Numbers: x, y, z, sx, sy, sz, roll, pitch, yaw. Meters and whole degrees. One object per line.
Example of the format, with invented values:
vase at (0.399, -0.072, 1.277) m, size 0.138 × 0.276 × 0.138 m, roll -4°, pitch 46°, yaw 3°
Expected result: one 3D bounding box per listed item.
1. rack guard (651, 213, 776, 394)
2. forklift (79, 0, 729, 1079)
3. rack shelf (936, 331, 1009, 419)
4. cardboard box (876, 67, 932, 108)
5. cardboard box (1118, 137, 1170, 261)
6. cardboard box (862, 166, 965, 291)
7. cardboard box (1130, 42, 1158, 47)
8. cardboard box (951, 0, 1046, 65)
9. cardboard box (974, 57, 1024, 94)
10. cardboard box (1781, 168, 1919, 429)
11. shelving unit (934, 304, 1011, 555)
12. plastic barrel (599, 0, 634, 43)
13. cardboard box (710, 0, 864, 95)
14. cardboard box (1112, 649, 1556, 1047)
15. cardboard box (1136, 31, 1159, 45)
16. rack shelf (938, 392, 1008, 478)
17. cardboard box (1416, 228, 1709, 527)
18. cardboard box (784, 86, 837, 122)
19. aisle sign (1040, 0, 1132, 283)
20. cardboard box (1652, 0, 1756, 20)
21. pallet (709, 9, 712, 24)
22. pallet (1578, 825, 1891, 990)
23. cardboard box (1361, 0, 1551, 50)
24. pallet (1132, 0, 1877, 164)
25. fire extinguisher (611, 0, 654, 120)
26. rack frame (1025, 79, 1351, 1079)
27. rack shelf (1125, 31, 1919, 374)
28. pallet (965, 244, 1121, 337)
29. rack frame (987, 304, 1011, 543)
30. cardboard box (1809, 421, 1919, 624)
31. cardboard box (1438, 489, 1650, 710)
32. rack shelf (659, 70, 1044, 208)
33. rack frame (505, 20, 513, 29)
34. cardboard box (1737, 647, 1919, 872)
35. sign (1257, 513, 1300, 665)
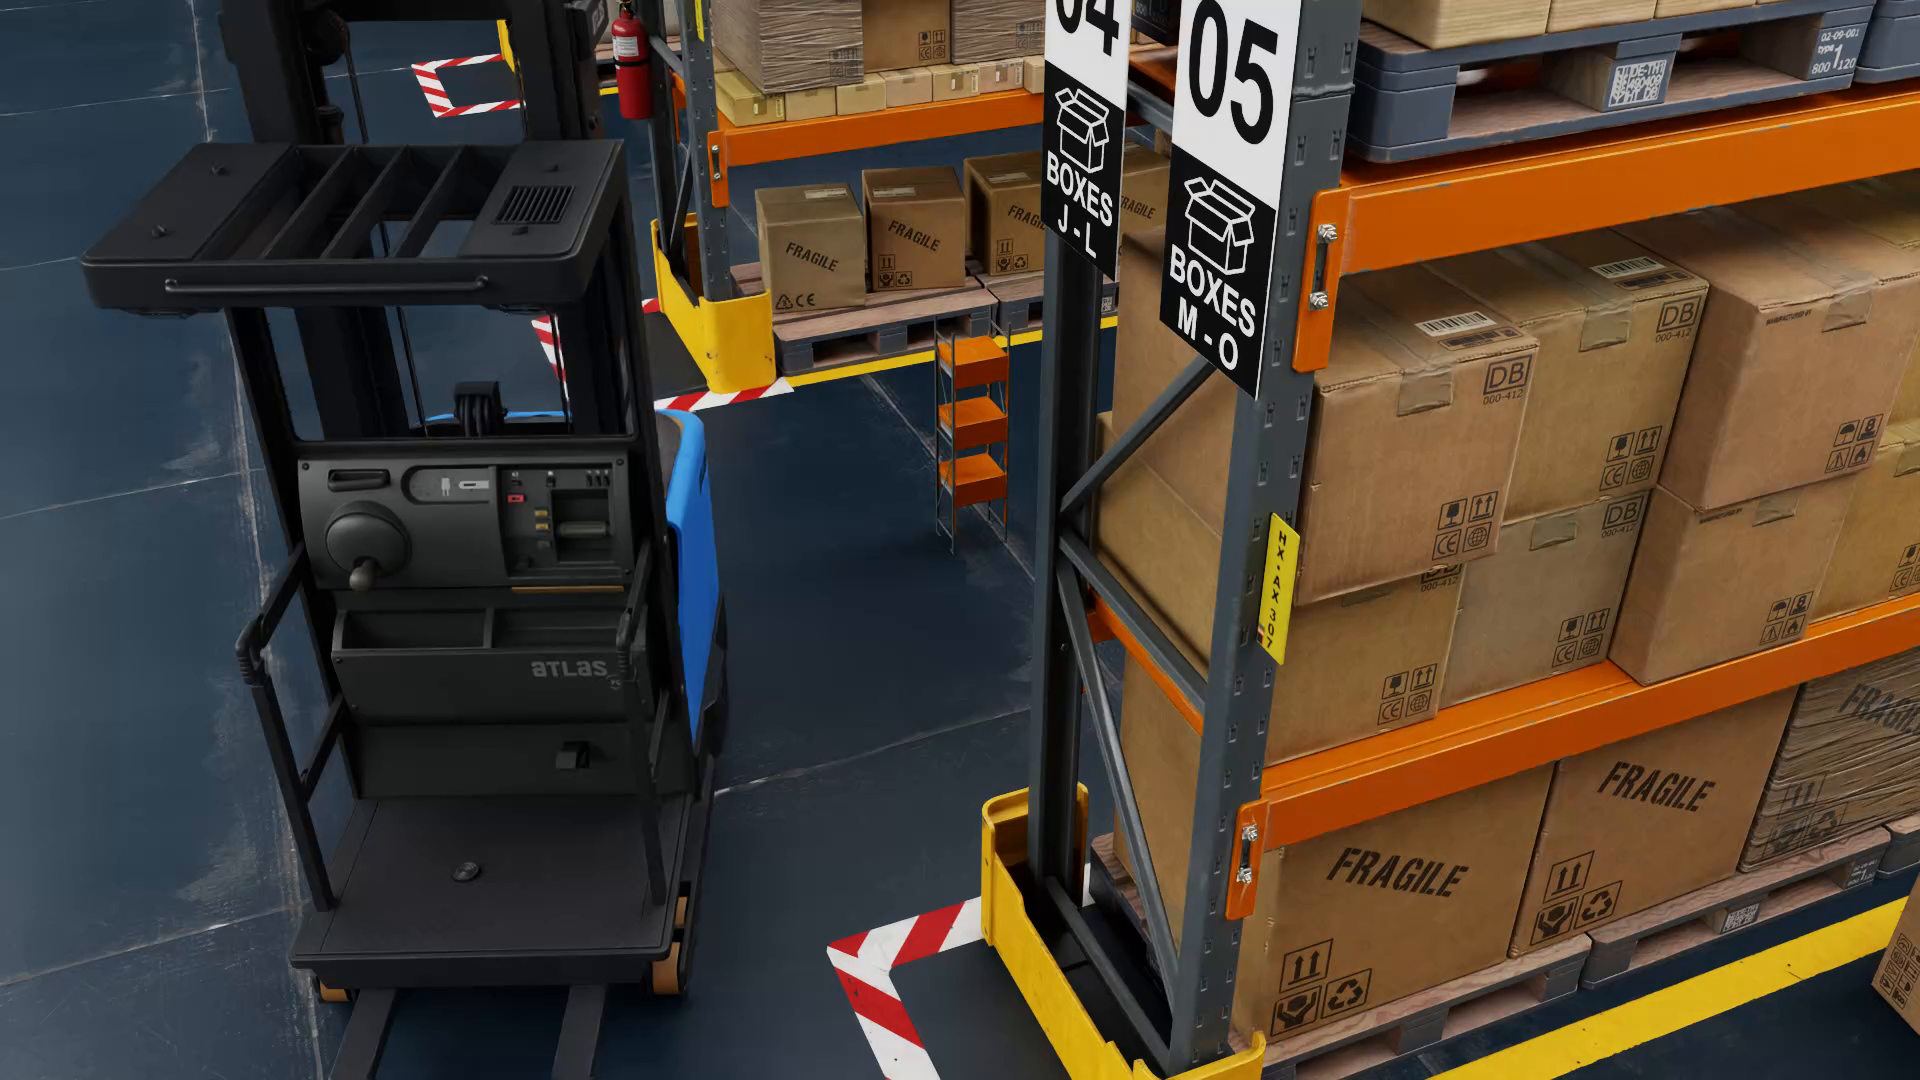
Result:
rack guard at (-1.303, -1.263, 8.733) m, size 0.348 × 0.500 × 1.175 m, roll -13°, pitch 35°, yaw -19°
forklift at (-1.395, 0.004, 4.557) m, size 1.130 × 2.935 × 3.031 m, roll -1°, pitch 33°, yaw -1°
rack shelf at (0.049, -0.680, 6.832) m, size 0.240 × 0.259 × 0.215 m, roll -13°, pitch 35°, yaw -19°
cardboard box at (-0.321, -2.282, 8.236) m, size 0.250 × 0.149 × 0.380 m, roll -13°, pitch 35°, yaw -19°
cardboard box at (0.863, -1.908, 9.339) m, size 0.500 × 0.500 × 0.500 m, roll -16°, pitch 36°, yaw -23°
cardboard box at (-0.253, -1.690, 9.004) m, size 0.500 × 0.500 × 0.500 m, roll -4°, pitch 33°, yaw -6°
cardboard box at (0.842, -2.532, 8.621) m, size 0.250 × 0.149 × 0.380 m, roll -13°, pitch 35°, yaw -19°
cardboard box at (0.037, -2.814, 8.459) m, size 0.500 × 0.500 × 0.875 m, roll -13°, pitch 35°, yaw -19°
cardboard box at (0.132, -2.397, 8.414) m, size 0.250 × 0.149 × 0.380 m, roll -13°, pitch 35°, yaw -19°
cardboard box at (2.290, -0.744, 4.515) m, size 0.500 × 0.550 × 0.875 m, roll -13°, pitch 35°, yaw -19°
shelving unit at (0.049, -0.451, 6.981) m, size 0.252 × 1.050 × 0.215 m, roll -13°, pitch 35°, yaw -19°
plastic barrel at (-2.713, -4.096, 12.691) m, size 0.421 × 0.512 × 0.421 m, roll 0°, pitch 33°, yaw 0°
cardboard box at (-0.855, -2.564, 8.076) m, size 0.500 × 0.500 × 0.875 m, roll -13°, pitch 35°, yaw -19°
cardboard box at (1.053, 0.759, 4.897) m, size 0.875 × 0.875 × 0.875 m, roll -13°, pitch 35°, yaw -19°
cardboard box at (0.979, -2.998, 8.743) m, size 0.500 × 0.500 × 0.875 m, roll -13°, pitch 35°, yaw -19°
rack shelf at (0.049, -0.442, 6.987) m, size 0.240 × 0.259 × 0.215 m, roll -13°, pitch 35°, yaw -19°
cardboard box at (1.282, -0.516, 4.166) m, size 0.550 × 0.550 × 0.875 m, roll -13°, pitch 35°, yaw -19°
cardboard box at (-0.780, -2.173, 8.070) m, size 0.250 × 0.149 × 0.380 m, roll -13°, pitch 35°, yaw -19°
aisle sign at (0.272, -1.005, 3.661) m, size 0.004 × 0.787 × 0.394 m, roll -13°, pitch 35°, yaw -19°
cardboard box at (1.360, -1.167, 3.297) m, size 0.250 × 0.149 × 0.380 m, roll -13°, pitch 35°, yaw -19°
pallet at (-1.364, -4.081, 13.328) m, size 1.213 × 0.211 × 1.003 m, roll -13°, pitch 35°, yaw -19°
pallet at (2.284, 0.926, 5.634) m, size 1.213 × 0.211 × 1.003 m, roll -13°, pitch 35°, yaw -19°
cardboard box at (0.894, -1.061, 3.133) m, size 0.250 × 0.149 × 0.380 m, roll -13°, pitch 35°, yaw -19°
pallet at (1.134, -1.161, 3.616) m, size 1.213 × 0.211 × 1.003 m, roll -13°, pitch 35°, yaw -19°
fire extinguisher at (-1.657, -2.470, 8.367) m, size 0.183 × 0.674 × 0.296 m, roll -13°, pitch 35°, yaw -19°
rack frame at (0.454, 0.221, 4.161) m, size 0.127 × 3.000 × 1.000 m, roll -13°, pitch 35°, yaw -19°
rack shelf at (2.298, -1.157, 4.188) m, size 4.000 × 0.370 × 1.077 m, roll -13°, pitch 35°, yaw -19°
pallet at (0.583, -1.551, 9.441) m, size 1.213 × 0.211 × 1.003 m, roll -13°, pitch 35°, yaw -19°
rack frame at (0.162, -0.477, 7.021) m, size 0.008 × 1.050 × 0.200 m, roll -13°, pitch 35°, yaw -19°
cardboard box at (2.315, -0.258, 4.759) m, size 0.500 × 0.550 × 0.875 m, roll -13°, pitch 35°, yaw -19°
cardboard box at (1.277, -0.071, 4.471) m, size 0.550 × 0.550 × 0.875 m, roll -13°, pitch 35°, yaw -19°
rack shelf at (0.471, -2.416, 8.872) m, size 4.000 × 0.370 × 1.077 m, roll -13°, pitch 35°, yaw -19°
rack frame at (-3.291, -4.786, 11.855) m, size 0.127 × 3.000 × 1.000 m, roll -13°, pitch 35°, yaw -19°
cardboard box at (2.705, 0.380, 5.478) m, size 0.875 × 0.875 × 0.875 m, roll -13°, pitch 35°, yaw -19°
sign at (0.663, 0.105, 3.472) m, size 0.005 × 0.325 × 0.100 m, roll -13°, pitch 35°, yaw -19°
